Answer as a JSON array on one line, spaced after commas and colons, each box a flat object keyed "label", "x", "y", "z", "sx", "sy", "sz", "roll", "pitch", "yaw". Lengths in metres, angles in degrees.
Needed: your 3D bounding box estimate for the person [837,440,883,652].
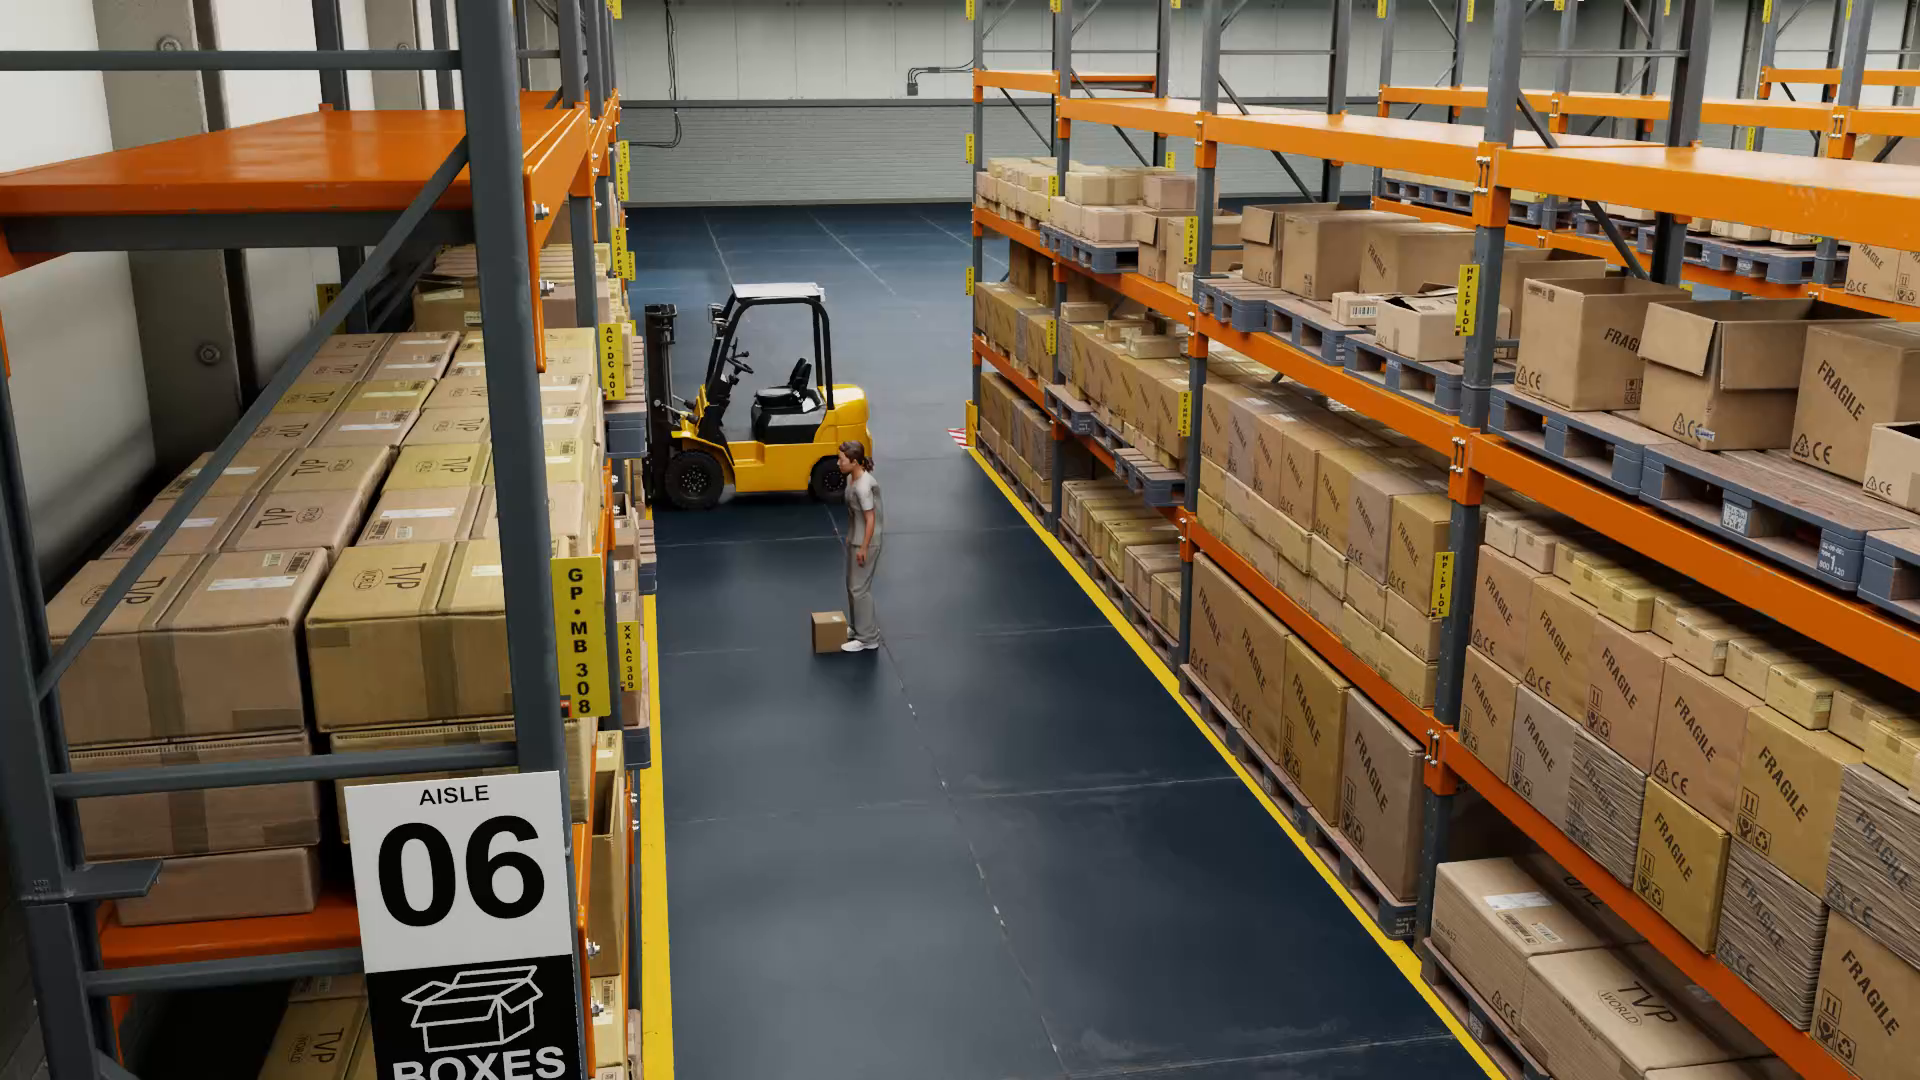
[{"label": "person", "x": -0.786, "y": 0.028, "z": 12.945, "sx": 0.365, "sy": 1.671, "sz": 0.513, "roll": -4, "pitch": 17, "yaw": -14}]
